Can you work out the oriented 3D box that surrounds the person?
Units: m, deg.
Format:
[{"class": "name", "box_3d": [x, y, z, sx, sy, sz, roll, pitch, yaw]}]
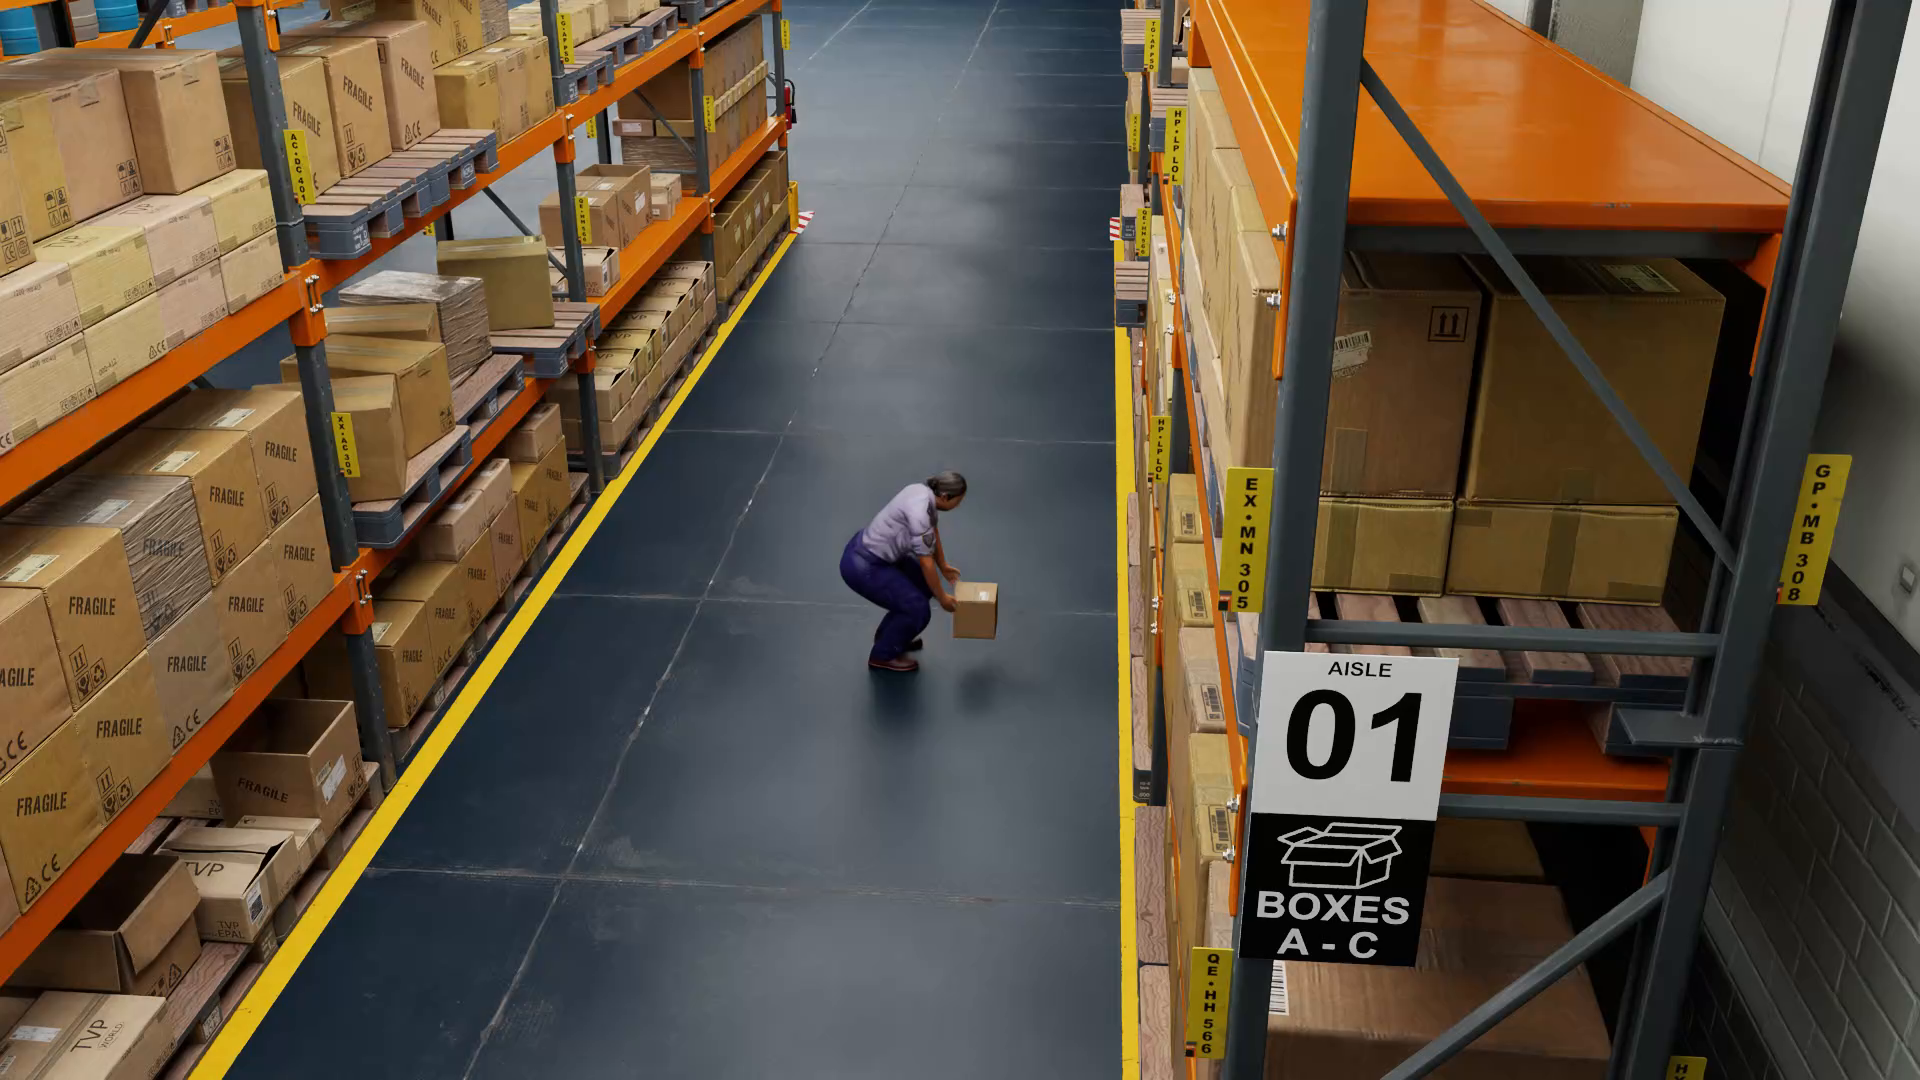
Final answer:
[{"class": "person", "box_3d": [-0.299, 0.149, 9.842, 0.675, 1.202, 0.541, 2, 25, 4]}]
